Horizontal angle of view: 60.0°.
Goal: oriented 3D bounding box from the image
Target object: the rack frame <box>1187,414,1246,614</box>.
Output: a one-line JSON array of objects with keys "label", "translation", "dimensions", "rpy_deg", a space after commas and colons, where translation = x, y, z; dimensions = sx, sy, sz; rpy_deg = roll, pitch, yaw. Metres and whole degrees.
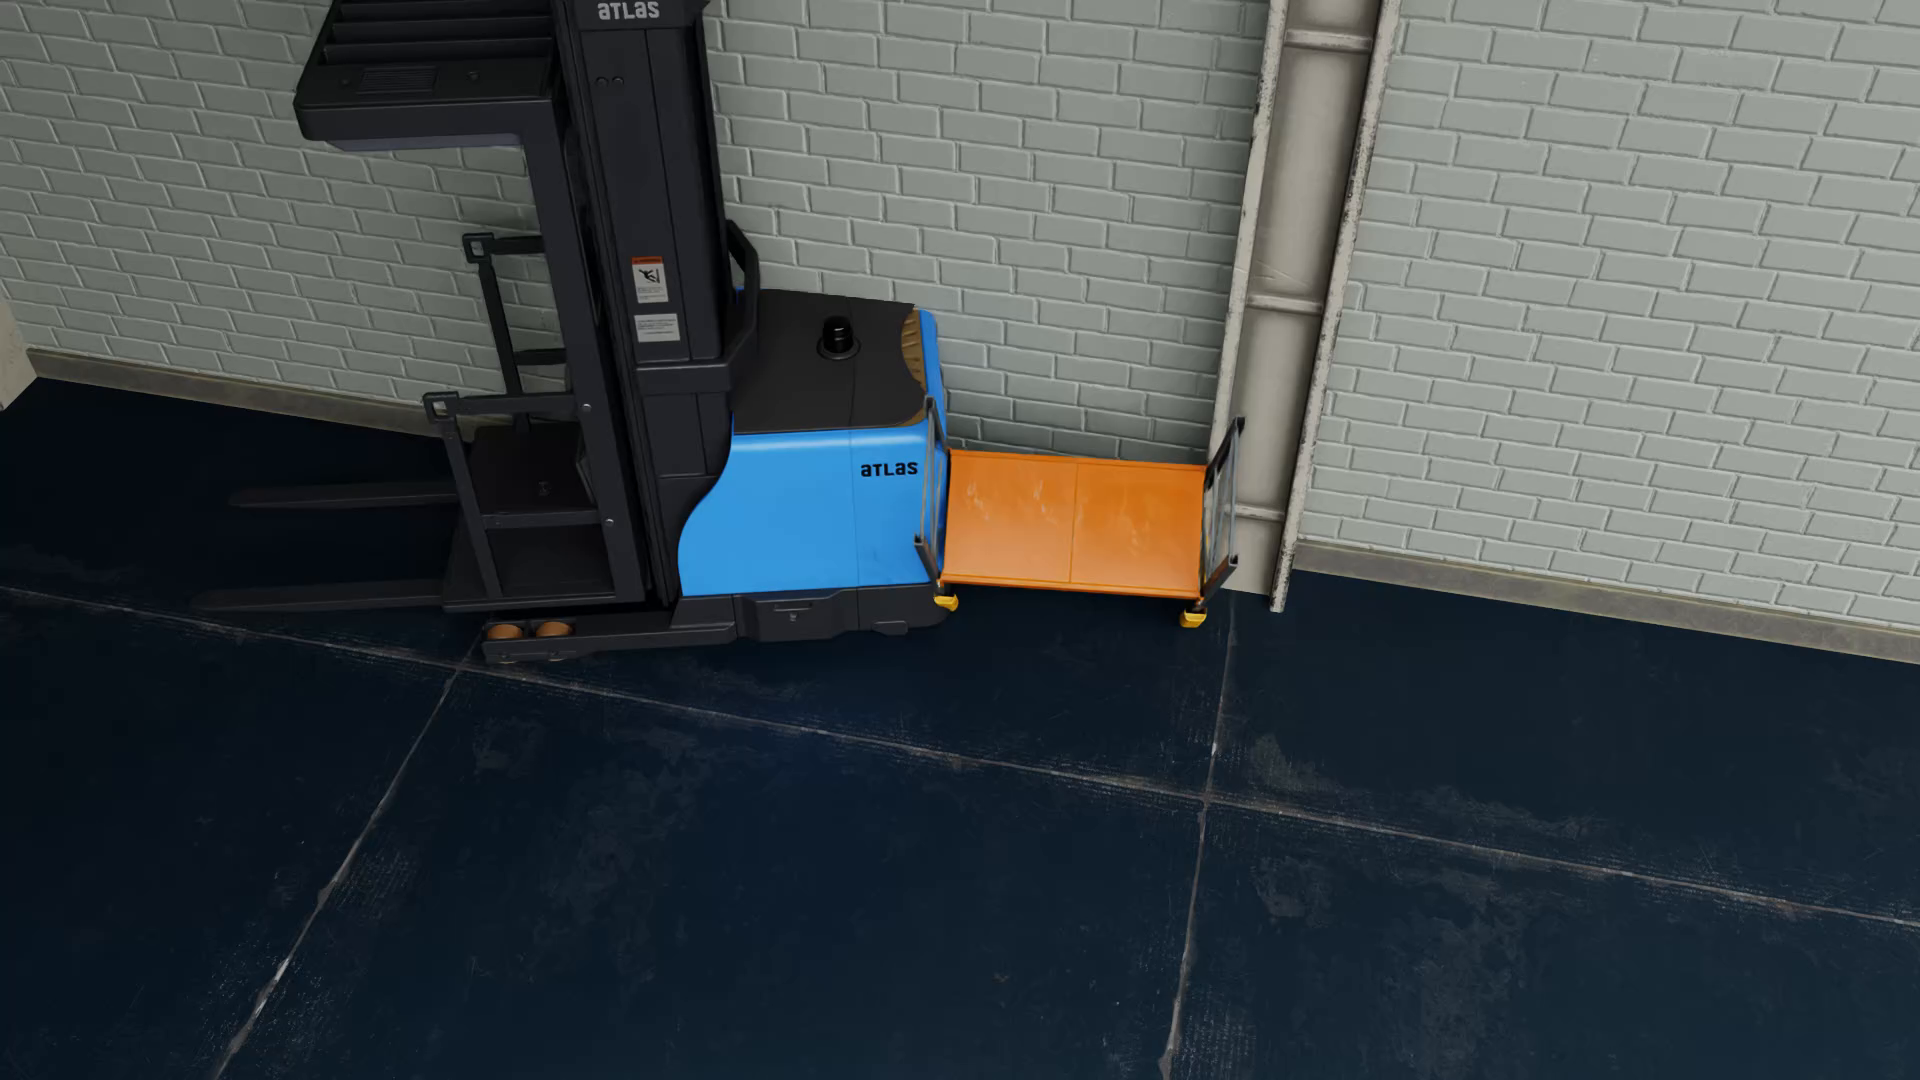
[{"label": "rack frame", "translation": [0.928, -0.047, 6.109], "dimensions": [0.032, 1.500, 0.500], "rpy_deg": [4, 81, 3]}]

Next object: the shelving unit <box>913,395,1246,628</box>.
[{"label": "shelving unit", "translation": [0.431, -0.080, 6.136], "dimensions": [1.083, 1.500, 0.587], "rpy_deg": [4, 81, 3]}]

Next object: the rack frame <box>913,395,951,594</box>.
[{"label": "rack frame", "translation": [-0.084, -0.114, 6.165], "dimensions": [0.032, 1.500, 0.500], "rpy_deg": [4, 81, 3]}]

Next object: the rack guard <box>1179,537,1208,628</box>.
[{"label": "rack guard", "translation": [0.955, 0.049, 6.726], "dimensions": [0.087, 0.250, 0.587], "rpy_deg": [4, 81, 3]}]

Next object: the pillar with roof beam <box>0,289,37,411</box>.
[{"label": "pillar with roof beam", "translation": [-5.616, -1.069, 1.832], "dimensions": [0.400, 9.000, 9.100], "rpy_deg": [9, 45, 9]}]

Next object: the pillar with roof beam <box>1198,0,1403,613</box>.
[{"label": "pillar with roof beam", "translation": [0.239, -0.161, 0.888], "dimensions": [0.400, 9.000, 9.100], "rpy_deg": [9, 45, 9]}]

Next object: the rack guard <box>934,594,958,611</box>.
[{"label": "rack guard", "translation": [-0.037, -0.017, 6.781], "dimensions": [0.087, 0.250, 0.587], "rpy_deg": [4, 81, 3]}]

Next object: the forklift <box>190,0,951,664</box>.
[{"label": "forklift", "translation": [-1.580, -0.941, 6.074], "dimensions": [3.031, 2.935, 1.130], "rpy_deg": [-3, 44, -3]}]

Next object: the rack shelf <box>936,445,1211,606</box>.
[{"label": "rack shelf", "translation": [0.430, -0.053, 6.314], "dimensions": [1.000, 0.185, 0.538], "rpy_deg": [4, 81, 3]}]
